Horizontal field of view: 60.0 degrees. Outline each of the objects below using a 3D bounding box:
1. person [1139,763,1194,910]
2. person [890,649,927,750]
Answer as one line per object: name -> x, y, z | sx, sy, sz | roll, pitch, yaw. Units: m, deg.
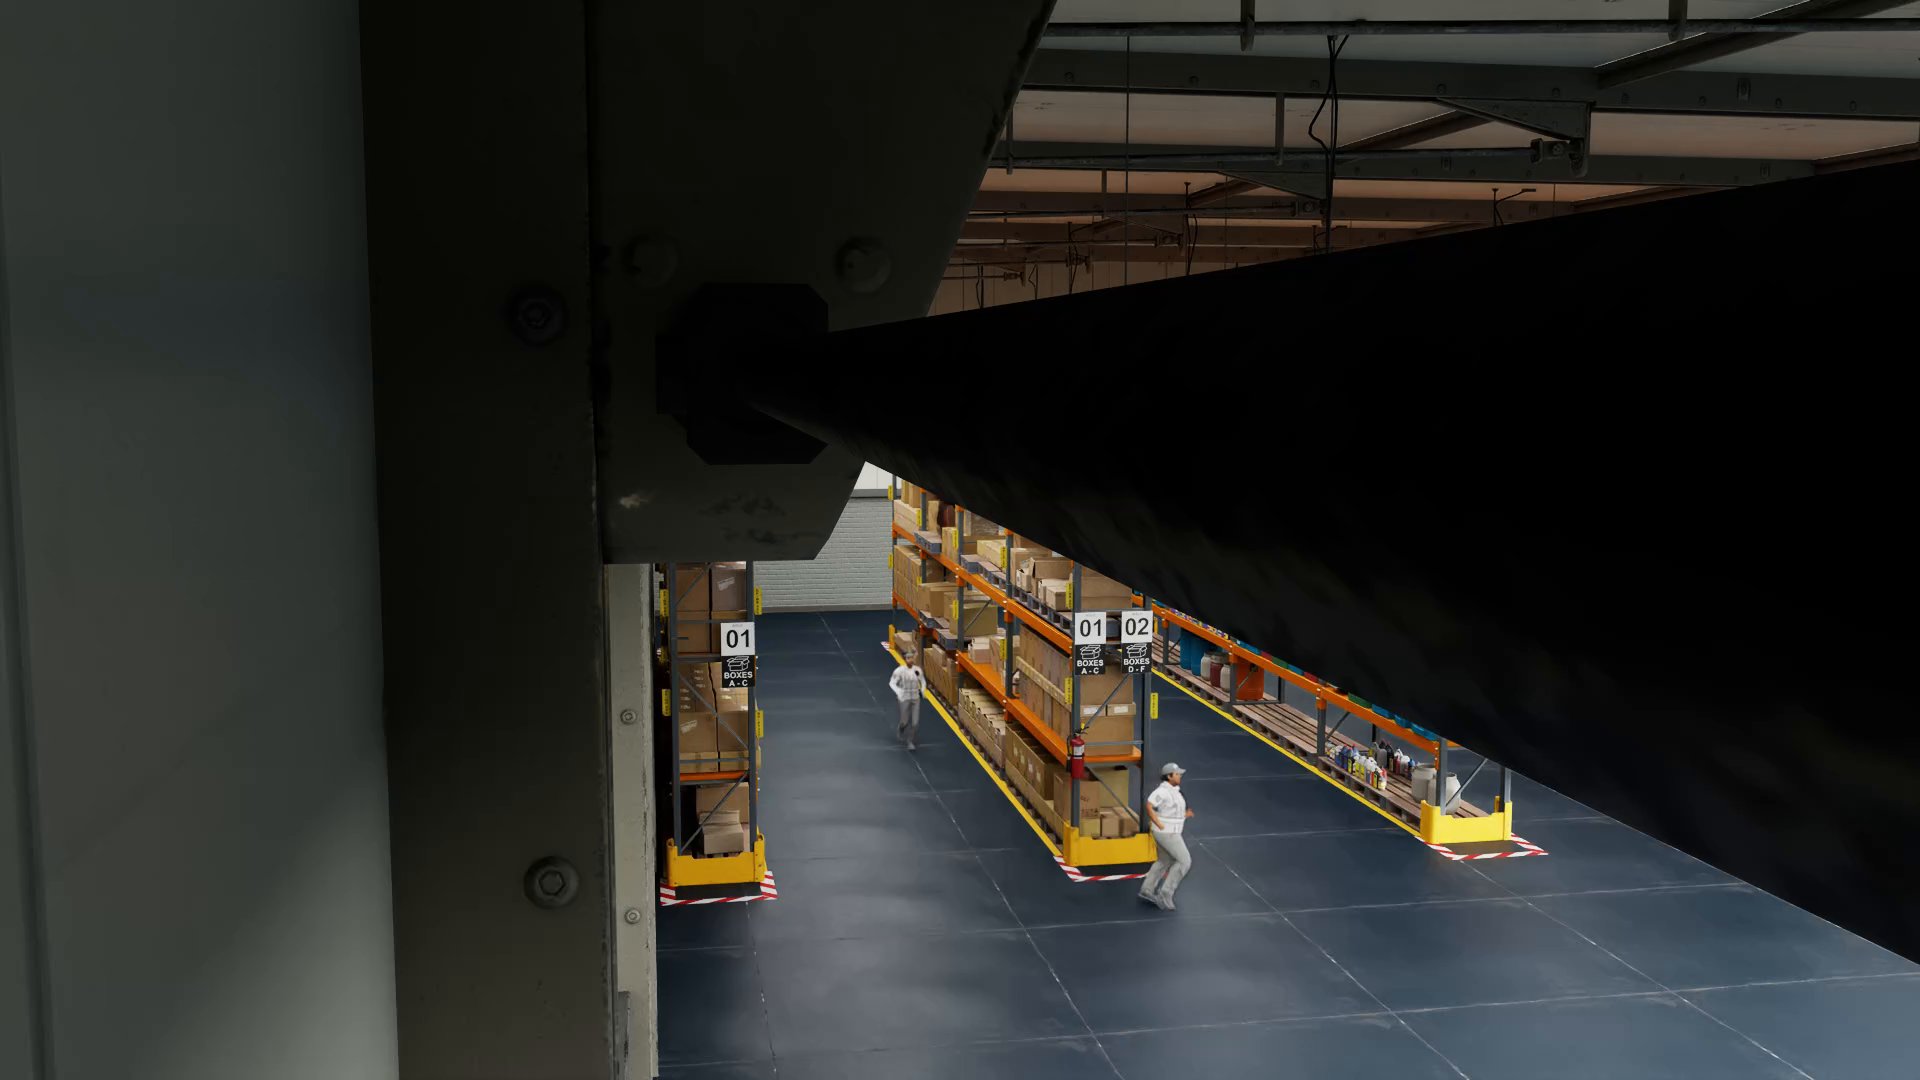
person -> 2.416, 3.436, 19.427 | 0.628, 1.679, 0.604 | 1, 6, 13
person -> -0.819, 2.587, 27.064 | 0.614, 1.648, 0.571 | -2, 6, -16
